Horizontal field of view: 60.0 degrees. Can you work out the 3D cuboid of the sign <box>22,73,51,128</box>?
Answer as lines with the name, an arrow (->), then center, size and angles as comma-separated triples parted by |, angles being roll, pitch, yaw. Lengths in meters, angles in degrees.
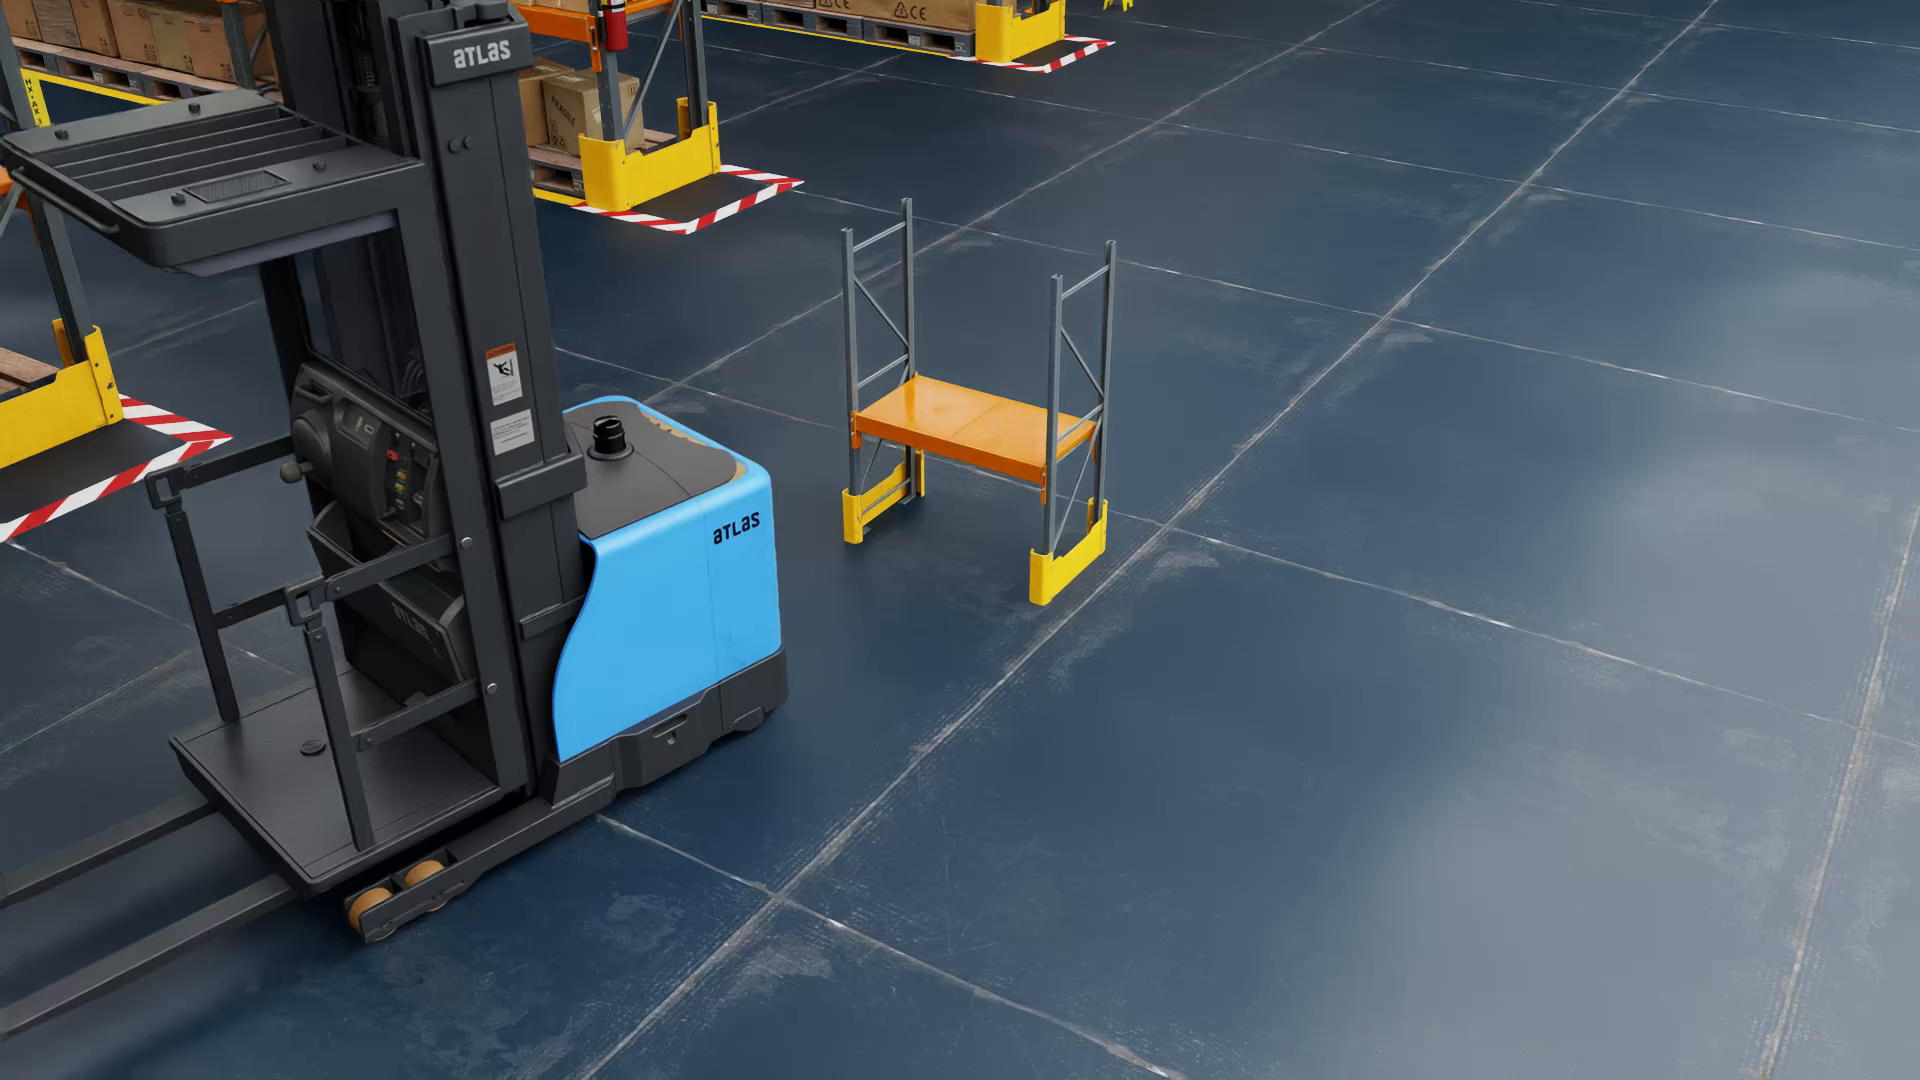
sign -> -4.505, -2.105, 8.107 | 0.005, 0.325, 0.100 | 18, 35, 27

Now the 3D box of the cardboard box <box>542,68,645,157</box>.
cardboard box -> -2.688, -3.142, 12.223 | 0.500, 0.500, 0.500 | 25, 39, 36

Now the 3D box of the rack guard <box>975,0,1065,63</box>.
rack guard -> 0.574, -4.869, 15.601 | 0.348, 0.500, 1.175 | 18, 35, 27

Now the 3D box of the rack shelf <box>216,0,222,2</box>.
rack shelf -> -7.250, -5.162, 14.336 | 4.000, 0.370, 1.077 | 18, 35, 27

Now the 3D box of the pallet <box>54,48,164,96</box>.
pallet -> -7.254, -4.267, 14.855 | 1.213, 0.211, 1.003 | 18, 35, 27

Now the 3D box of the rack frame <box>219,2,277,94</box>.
rack frame -> -5.556, -4.937, 13.236 | 0.127, 3.000, 1.000 | 18, 35, 27

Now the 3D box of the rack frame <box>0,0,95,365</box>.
rack frame -> -4.801, -1.752, 7.776 | 0.127, 3.000, 1.000 | 18, 35, 27

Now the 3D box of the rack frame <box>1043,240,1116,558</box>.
rack frame -> 0.503, -0.489, 7.099 | 0.032, 1.500, 0.500 | 18, 35, 27

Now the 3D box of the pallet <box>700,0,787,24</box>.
pallet -> -2.231, -5.586, 17.115 | 1.213, 0.211, 1.003 | 18, 35, 27

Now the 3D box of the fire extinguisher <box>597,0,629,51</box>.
fire extinguisher -> -2.316, -3.605, 11.029 | 0.183, 0.674, 0.296 | 18, 35, 27

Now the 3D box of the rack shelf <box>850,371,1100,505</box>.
rack shelf -> 0.072, -0.470, 7.424 | 1.000, 0.185, 0.538 | 18, 35, 27

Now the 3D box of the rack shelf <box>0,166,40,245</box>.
rack shelf -> -6.495, -1.977, 8.876 | 4.000, 0.370, 1.077 | 18, 35, 27

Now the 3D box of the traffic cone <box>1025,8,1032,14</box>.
traffic cone -> 0.859, -5.608, 16.904 | 0.334, 0.463, 0.336 | 18, 35, 27

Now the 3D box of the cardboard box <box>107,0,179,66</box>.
cardboard box -> -6.933, -4.507, 14.543 | 0.500, 0.500, 0.700 | 14, 33, 23

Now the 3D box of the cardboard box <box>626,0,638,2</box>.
cardboard box -> -2.283, -3.935, 11.768 | 0.250, 0.149, 0.380 | 18, 35, 27

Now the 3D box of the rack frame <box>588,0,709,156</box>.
rack frame -> -2.168, -3.866, 11.400 | 0.127, 3.000, 1.000 | 18, 35, 27

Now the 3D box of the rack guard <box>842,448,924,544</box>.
rack guard -> -0.357, -0.221, 7.881 | 0.087, 0.250, 0.587 | 18, 35, 27

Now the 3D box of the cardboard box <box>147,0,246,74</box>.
cardboard box -> -6.459, -4.357, 14.286 | 0.500, 0.500, 0.700 | 17, 34, 27

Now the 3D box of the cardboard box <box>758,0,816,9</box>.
cardboard box -> -1.573, -5.853, 16.497 | 0.875, 0.875, 0.875 | 18, 35, 28

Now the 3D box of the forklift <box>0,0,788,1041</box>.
forklift -> -2.075, -0.241, 5.255 | 3.031, 2.935, 1.130 | -27, 39, -38

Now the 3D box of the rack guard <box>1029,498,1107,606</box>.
rack guard -> 0.486, 0.046, 7.423 | 0.087, 0.250, 0.587 | 18, 35, 27

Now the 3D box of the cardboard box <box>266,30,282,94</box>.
cardboard box -> -5.239, -3.915, 13.548 | 0.500, 0.500, 0.500 | 16, 34, 26

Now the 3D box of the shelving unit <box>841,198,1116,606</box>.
shelving unit -> 0.065, -0.627, 7.337 | 1.083, 1.500, 0.587 | 18, 35, 27

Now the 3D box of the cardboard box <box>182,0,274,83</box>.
cardboard box -> -6.065, -4.221, 14.053 | 0.500, 0.500, 0.700 | 15, 33, 24

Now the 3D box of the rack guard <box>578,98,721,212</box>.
rack guard -> -2.233, -2.806, 12.064 | 0.348, 0.500, 1.175 | 18, 35, 27

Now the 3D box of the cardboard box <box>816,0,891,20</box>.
cardboard box -> -0.802, -5.608, 16.077 | 0.875, 0.875, 0.875 | 17, 34, 27

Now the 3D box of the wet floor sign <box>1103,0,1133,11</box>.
wet floor sign -> 1.631, -5.776, 17.010 | 0.232, 0.644, 0.267 | 12, 32, 19

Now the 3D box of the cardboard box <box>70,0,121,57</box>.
cardboard box -> -7.406, -4.656, 14.799 | 0.500, 0.500, 0.700 | 21, 36, 31

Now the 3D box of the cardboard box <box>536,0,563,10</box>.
cardboard box -> -2.731, -3.813, 11.558 | 0.250, 0.149, 0.380 | 18, 35, 27

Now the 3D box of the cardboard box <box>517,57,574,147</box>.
cardboard box -> -3.213, -3.287, 12.472 | 0.500, 0.500, 0.500 | -25, 38, -36

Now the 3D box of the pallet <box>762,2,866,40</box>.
pallet -> -1.194, -5.259, 16.555 | 1.213, 0.211, 1.003 | 18, 35, 27

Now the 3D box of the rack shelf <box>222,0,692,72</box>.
rack shelf -> -3.862, -4.091, 12.499 | 4.000, 0.370, 1.077 | 18, 35, 27

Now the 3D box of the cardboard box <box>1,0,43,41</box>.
cardboard box -> -8.366, -4.948, 15.299 | 0.500, 0.500, 0.700 | 16, 34, 25

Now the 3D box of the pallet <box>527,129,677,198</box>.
pallet -> -2.902, -2.914, 12.536 | 1.213, 0.211, 1.003 | 18, 35, 27

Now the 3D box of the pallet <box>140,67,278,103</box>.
pallet -> -6.216, -3.941, 14.296 | 1.213, 0.211, 1.003 | 18, 35, 27

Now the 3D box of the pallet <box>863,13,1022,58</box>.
pallet -> -0.165, -4.932, 15.994 | 1.213, 0.211, 1.003 | 18, 35, 27

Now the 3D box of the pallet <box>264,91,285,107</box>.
pallet -> -4.969, -3.568, 13.657 | 1.213, 0.211, 1.003 | 18, 35, 27

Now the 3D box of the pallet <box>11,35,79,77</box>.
pallet -> -8.283, -4.594, 15.416 | 1.213, 0.211, 1.003 | 18, 35, 27

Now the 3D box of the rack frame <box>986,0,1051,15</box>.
rack frame -> 0.554, -5.956, 14.982 | 0.127, 3.000, 1.000 | 18, 35, 27

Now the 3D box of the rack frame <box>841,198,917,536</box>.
rack frame -> -0.358, -0.761, 7.566 | 0.032, 1.500, 0.500 | 18, 35, 27

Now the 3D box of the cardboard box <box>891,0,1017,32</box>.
cardboard box -> -0.055, -5.373, 15.674 | 0.875, 0.875, 0.875 | 18, 35, 28

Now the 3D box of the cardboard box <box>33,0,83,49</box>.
cardboard box -> -7.889, -4.805, 15.054 | 0.500, 0.500, 0.700 | 15, 33, 23

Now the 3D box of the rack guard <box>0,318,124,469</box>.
rack guard -> -4.891, -0.672, 8.406 | 0.348, 0.500, 1.175 | 18, 35, 27

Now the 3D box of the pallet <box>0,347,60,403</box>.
pallet -> -5.576, -0.768, 8.856 | 1.213, 0.211, 1.003 | 18, 35, 27

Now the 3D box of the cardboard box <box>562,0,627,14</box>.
cardboard box -> -2.519, -3.746, 11.443 | 0.250, 0.149, 0.380 | 18, 35, 27

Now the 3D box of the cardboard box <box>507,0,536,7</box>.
cardboard box -> -2.970, -3.858, 11.635 | 0.250, 0.149, 0.380 | 18, 35, 27
